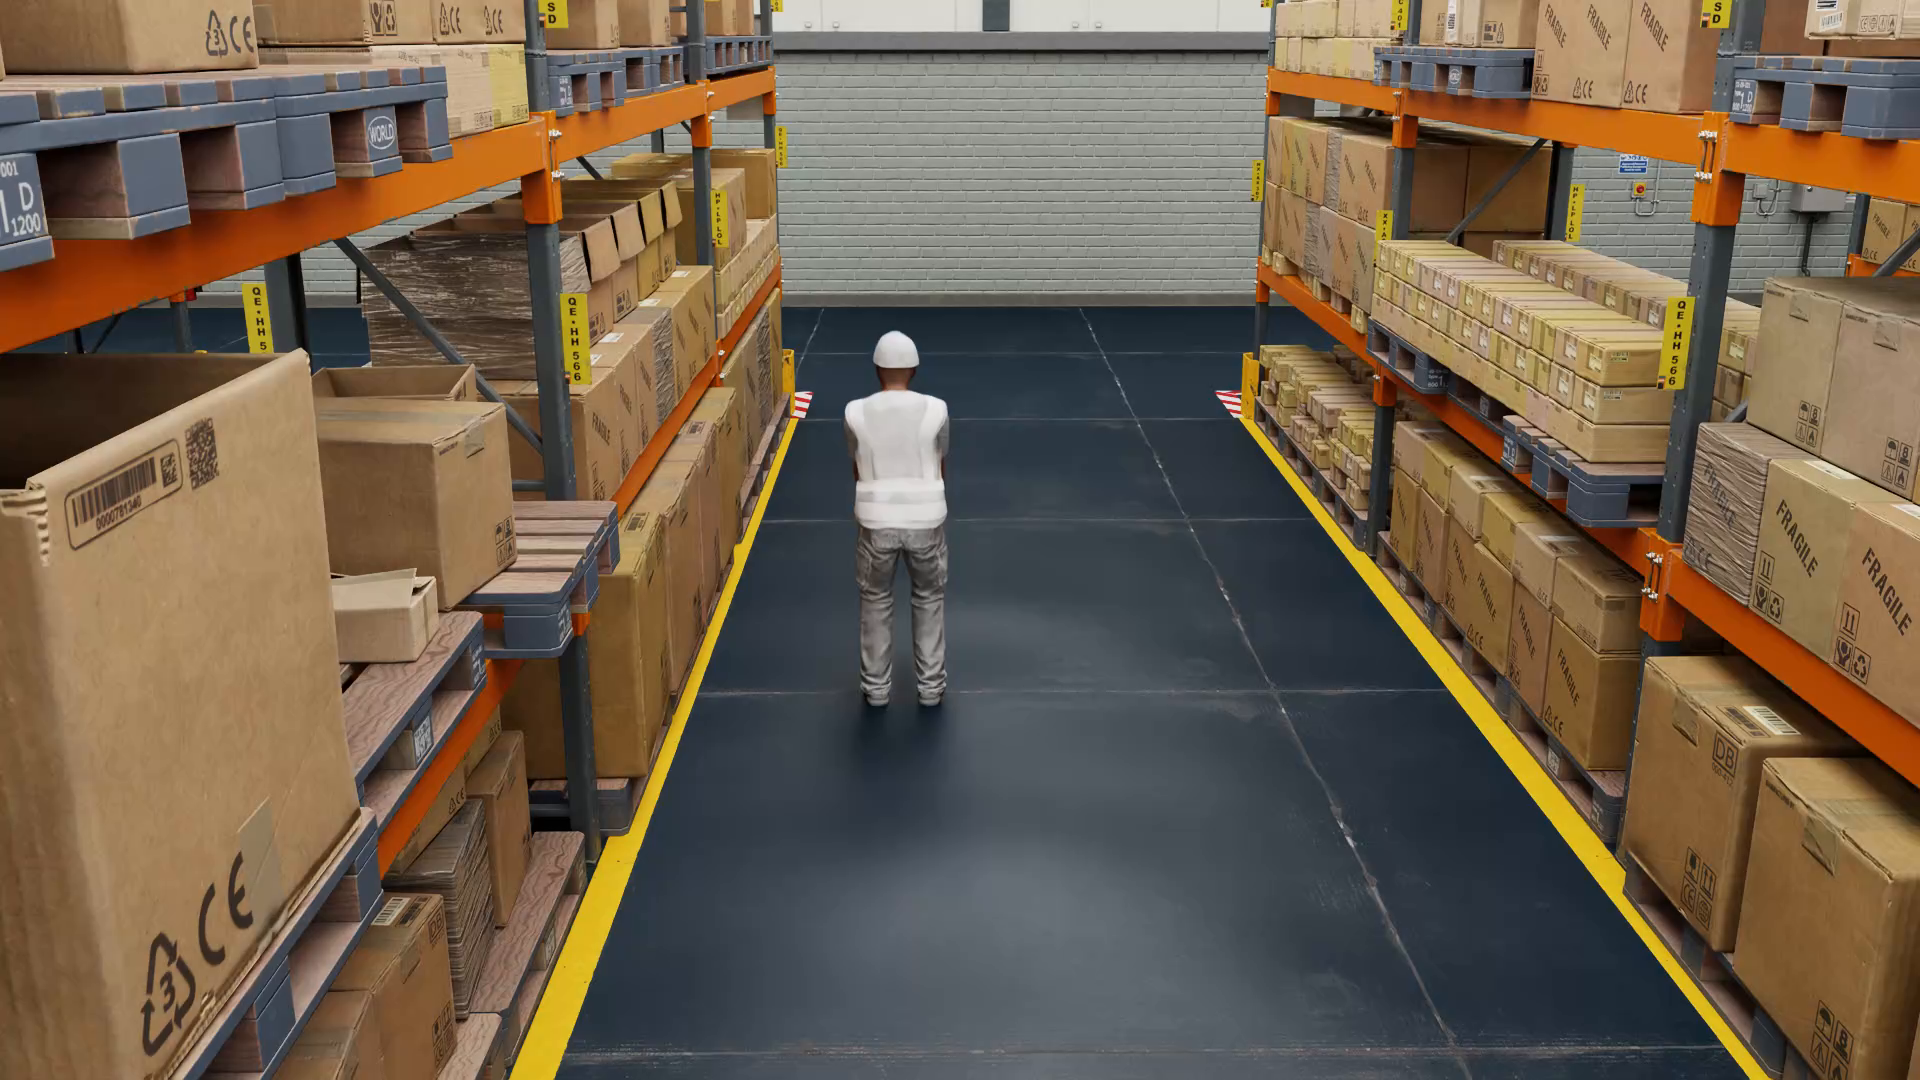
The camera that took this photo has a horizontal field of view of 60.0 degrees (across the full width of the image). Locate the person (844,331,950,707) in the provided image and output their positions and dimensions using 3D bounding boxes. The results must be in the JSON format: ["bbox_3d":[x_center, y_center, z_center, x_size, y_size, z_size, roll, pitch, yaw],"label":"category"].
[{"bbox_3d":[-0.295,-0.113,7.890,0.491,1.775,0.592,-1,17,-2],"label":"person"}]
